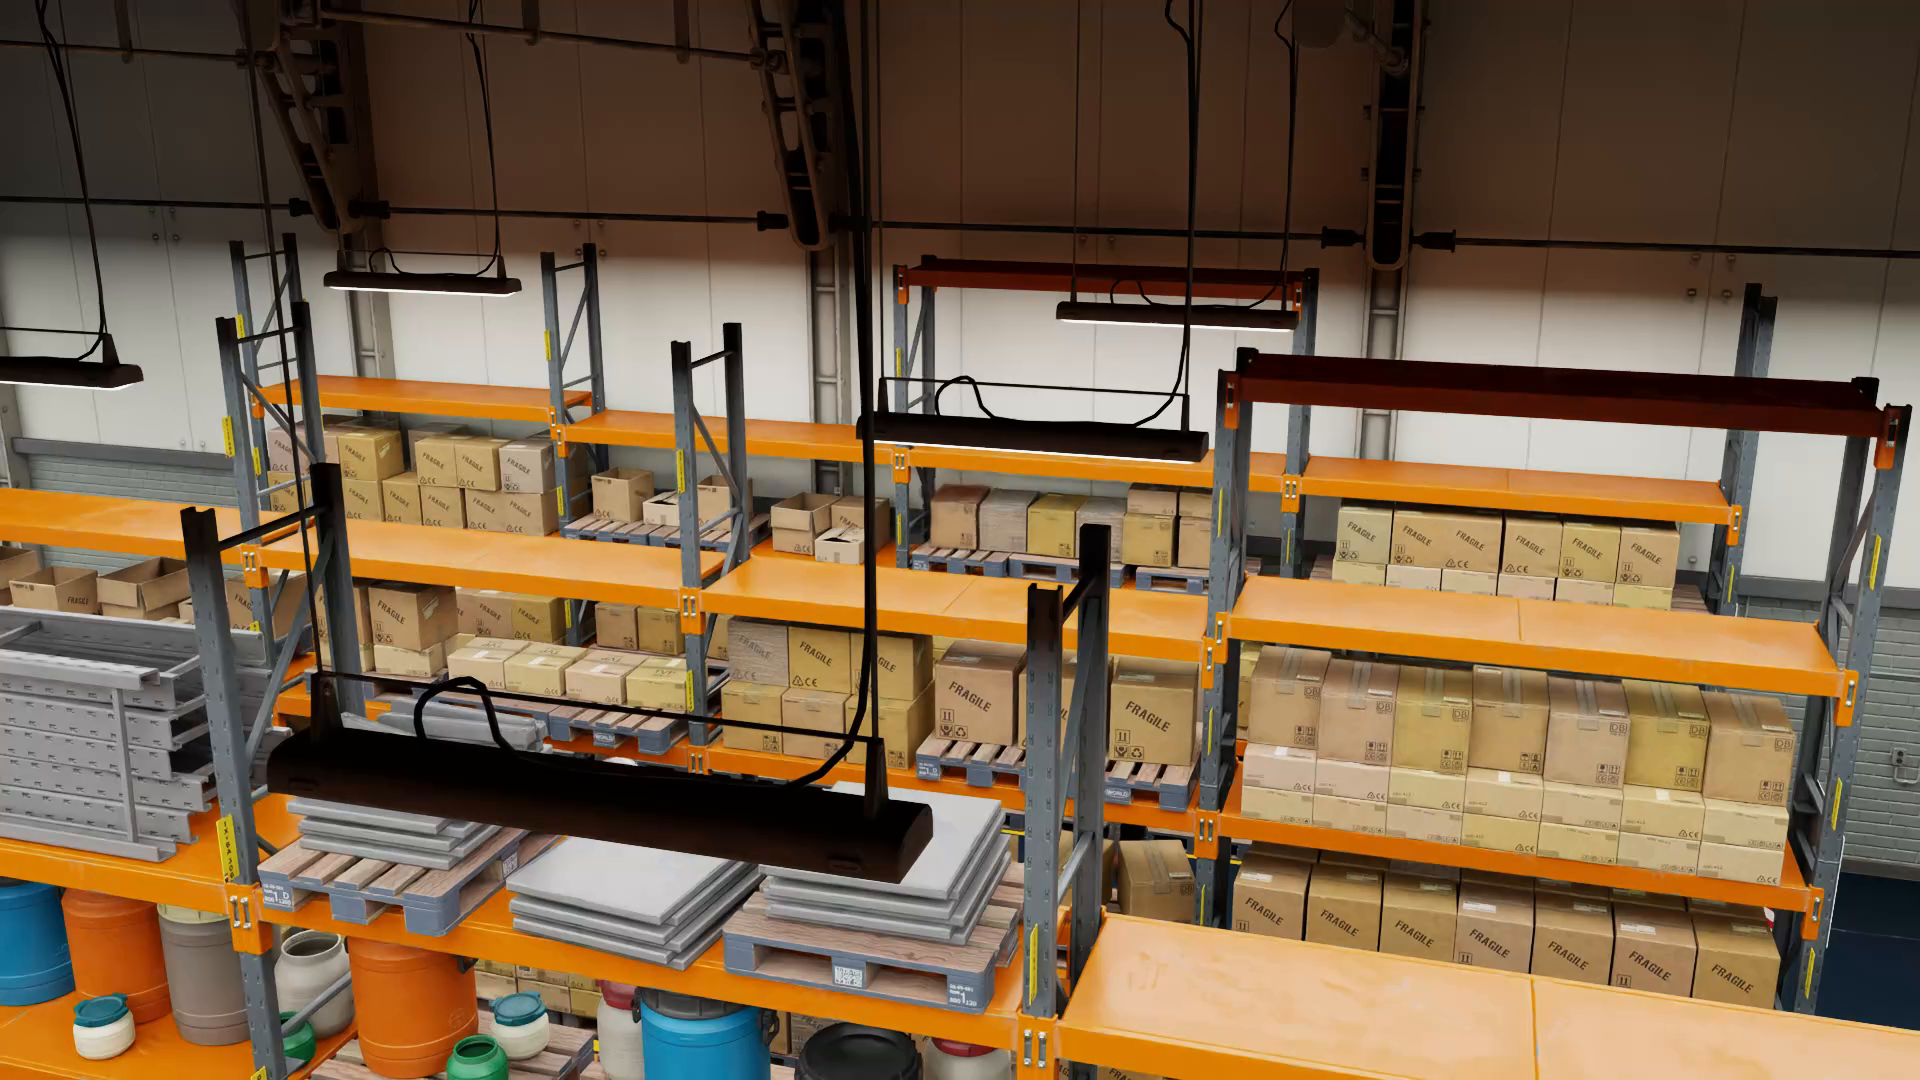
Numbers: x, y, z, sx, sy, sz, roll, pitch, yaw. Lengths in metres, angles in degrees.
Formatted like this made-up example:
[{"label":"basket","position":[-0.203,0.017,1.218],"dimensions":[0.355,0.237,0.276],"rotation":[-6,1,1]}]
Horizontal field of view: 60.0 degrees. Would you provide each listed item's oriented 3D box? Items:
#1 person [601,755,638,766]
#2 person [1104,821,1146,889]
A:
[{"label":"person","position":[-3.256,2.744,16.140],"dimensions":[0.678,1.733,0.596],"rotation":[13,20,37]},{"label":"person","position":[1.521,2.787,15.309],"dimensions":[0.604,1.639,0.572],"rotation":[6,17,20]}]
